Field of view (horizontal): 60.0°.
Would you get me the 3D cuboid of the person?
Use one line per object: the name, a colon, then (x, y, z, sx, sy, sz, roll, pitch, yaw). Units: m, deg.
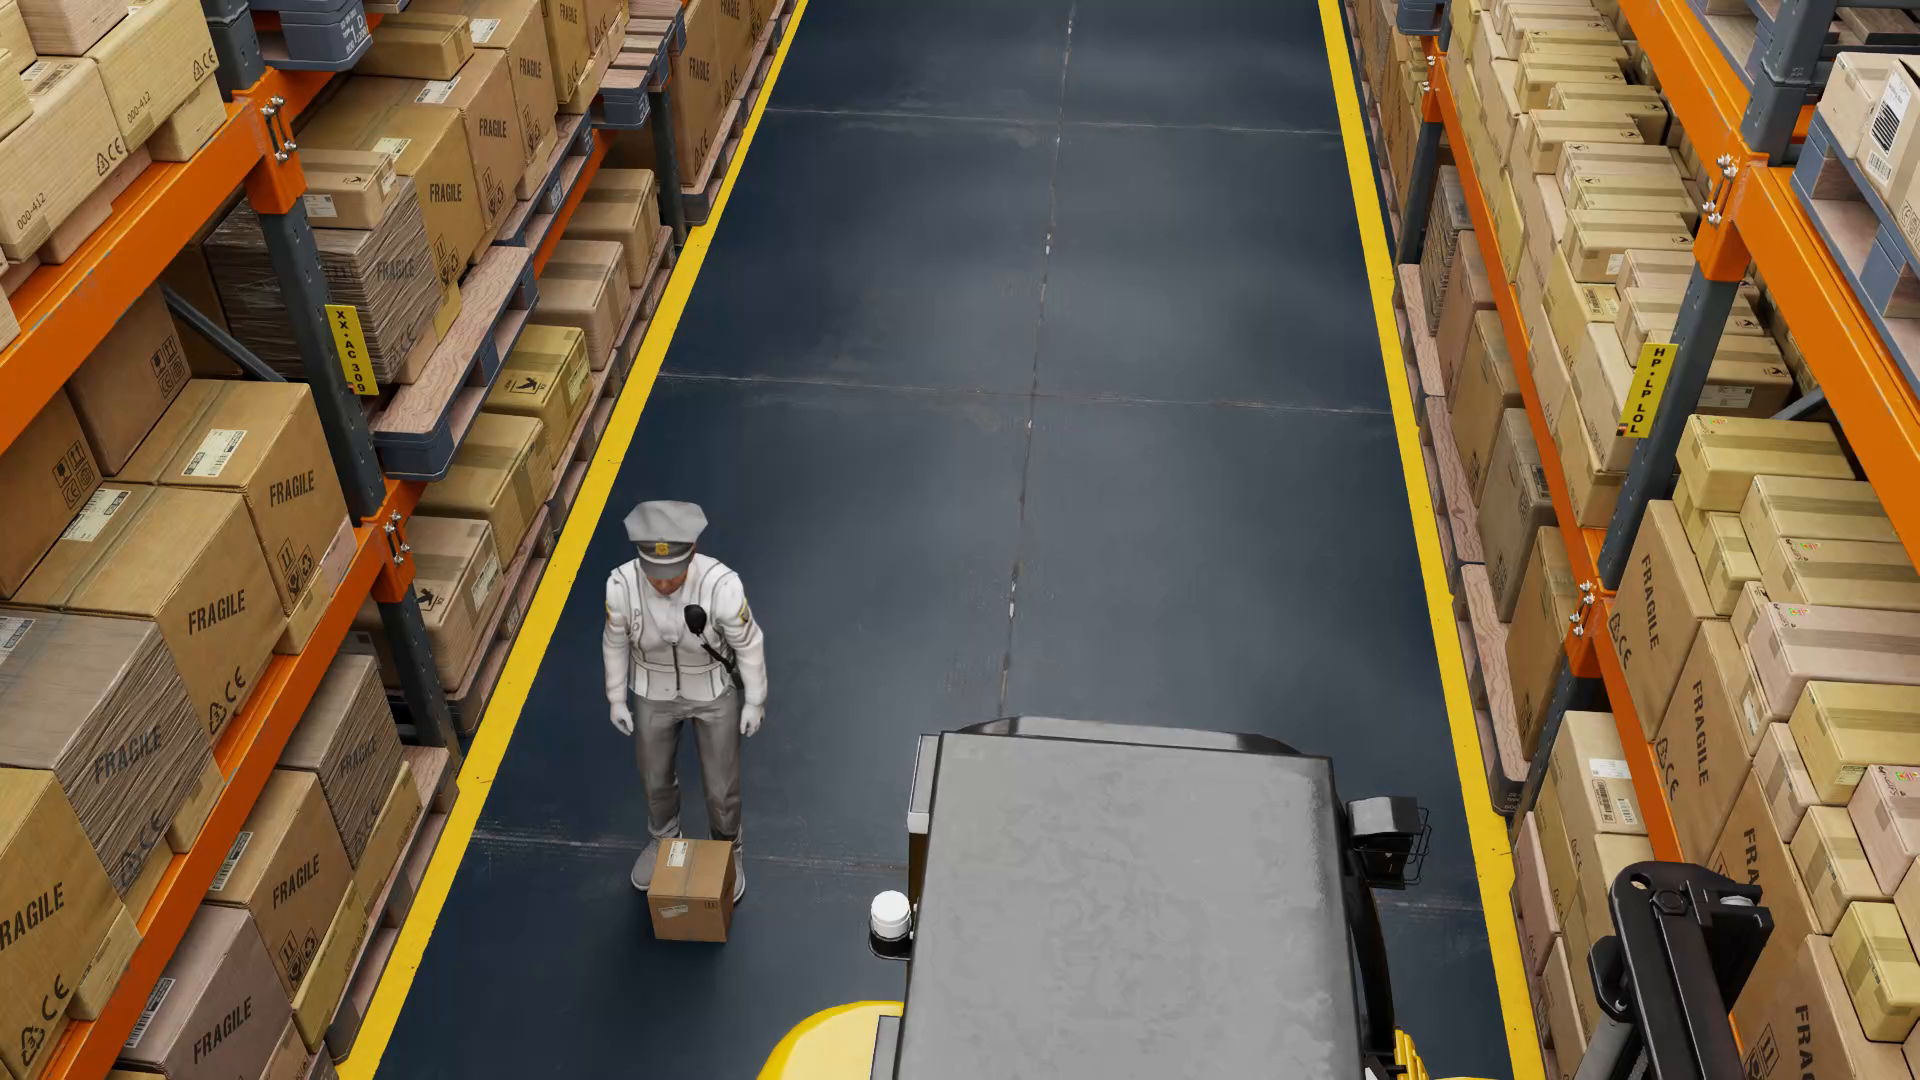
person: (-0.910, 0.543, 5.521, 0.544, 1.654, 0.415, 1, 40, 1)
